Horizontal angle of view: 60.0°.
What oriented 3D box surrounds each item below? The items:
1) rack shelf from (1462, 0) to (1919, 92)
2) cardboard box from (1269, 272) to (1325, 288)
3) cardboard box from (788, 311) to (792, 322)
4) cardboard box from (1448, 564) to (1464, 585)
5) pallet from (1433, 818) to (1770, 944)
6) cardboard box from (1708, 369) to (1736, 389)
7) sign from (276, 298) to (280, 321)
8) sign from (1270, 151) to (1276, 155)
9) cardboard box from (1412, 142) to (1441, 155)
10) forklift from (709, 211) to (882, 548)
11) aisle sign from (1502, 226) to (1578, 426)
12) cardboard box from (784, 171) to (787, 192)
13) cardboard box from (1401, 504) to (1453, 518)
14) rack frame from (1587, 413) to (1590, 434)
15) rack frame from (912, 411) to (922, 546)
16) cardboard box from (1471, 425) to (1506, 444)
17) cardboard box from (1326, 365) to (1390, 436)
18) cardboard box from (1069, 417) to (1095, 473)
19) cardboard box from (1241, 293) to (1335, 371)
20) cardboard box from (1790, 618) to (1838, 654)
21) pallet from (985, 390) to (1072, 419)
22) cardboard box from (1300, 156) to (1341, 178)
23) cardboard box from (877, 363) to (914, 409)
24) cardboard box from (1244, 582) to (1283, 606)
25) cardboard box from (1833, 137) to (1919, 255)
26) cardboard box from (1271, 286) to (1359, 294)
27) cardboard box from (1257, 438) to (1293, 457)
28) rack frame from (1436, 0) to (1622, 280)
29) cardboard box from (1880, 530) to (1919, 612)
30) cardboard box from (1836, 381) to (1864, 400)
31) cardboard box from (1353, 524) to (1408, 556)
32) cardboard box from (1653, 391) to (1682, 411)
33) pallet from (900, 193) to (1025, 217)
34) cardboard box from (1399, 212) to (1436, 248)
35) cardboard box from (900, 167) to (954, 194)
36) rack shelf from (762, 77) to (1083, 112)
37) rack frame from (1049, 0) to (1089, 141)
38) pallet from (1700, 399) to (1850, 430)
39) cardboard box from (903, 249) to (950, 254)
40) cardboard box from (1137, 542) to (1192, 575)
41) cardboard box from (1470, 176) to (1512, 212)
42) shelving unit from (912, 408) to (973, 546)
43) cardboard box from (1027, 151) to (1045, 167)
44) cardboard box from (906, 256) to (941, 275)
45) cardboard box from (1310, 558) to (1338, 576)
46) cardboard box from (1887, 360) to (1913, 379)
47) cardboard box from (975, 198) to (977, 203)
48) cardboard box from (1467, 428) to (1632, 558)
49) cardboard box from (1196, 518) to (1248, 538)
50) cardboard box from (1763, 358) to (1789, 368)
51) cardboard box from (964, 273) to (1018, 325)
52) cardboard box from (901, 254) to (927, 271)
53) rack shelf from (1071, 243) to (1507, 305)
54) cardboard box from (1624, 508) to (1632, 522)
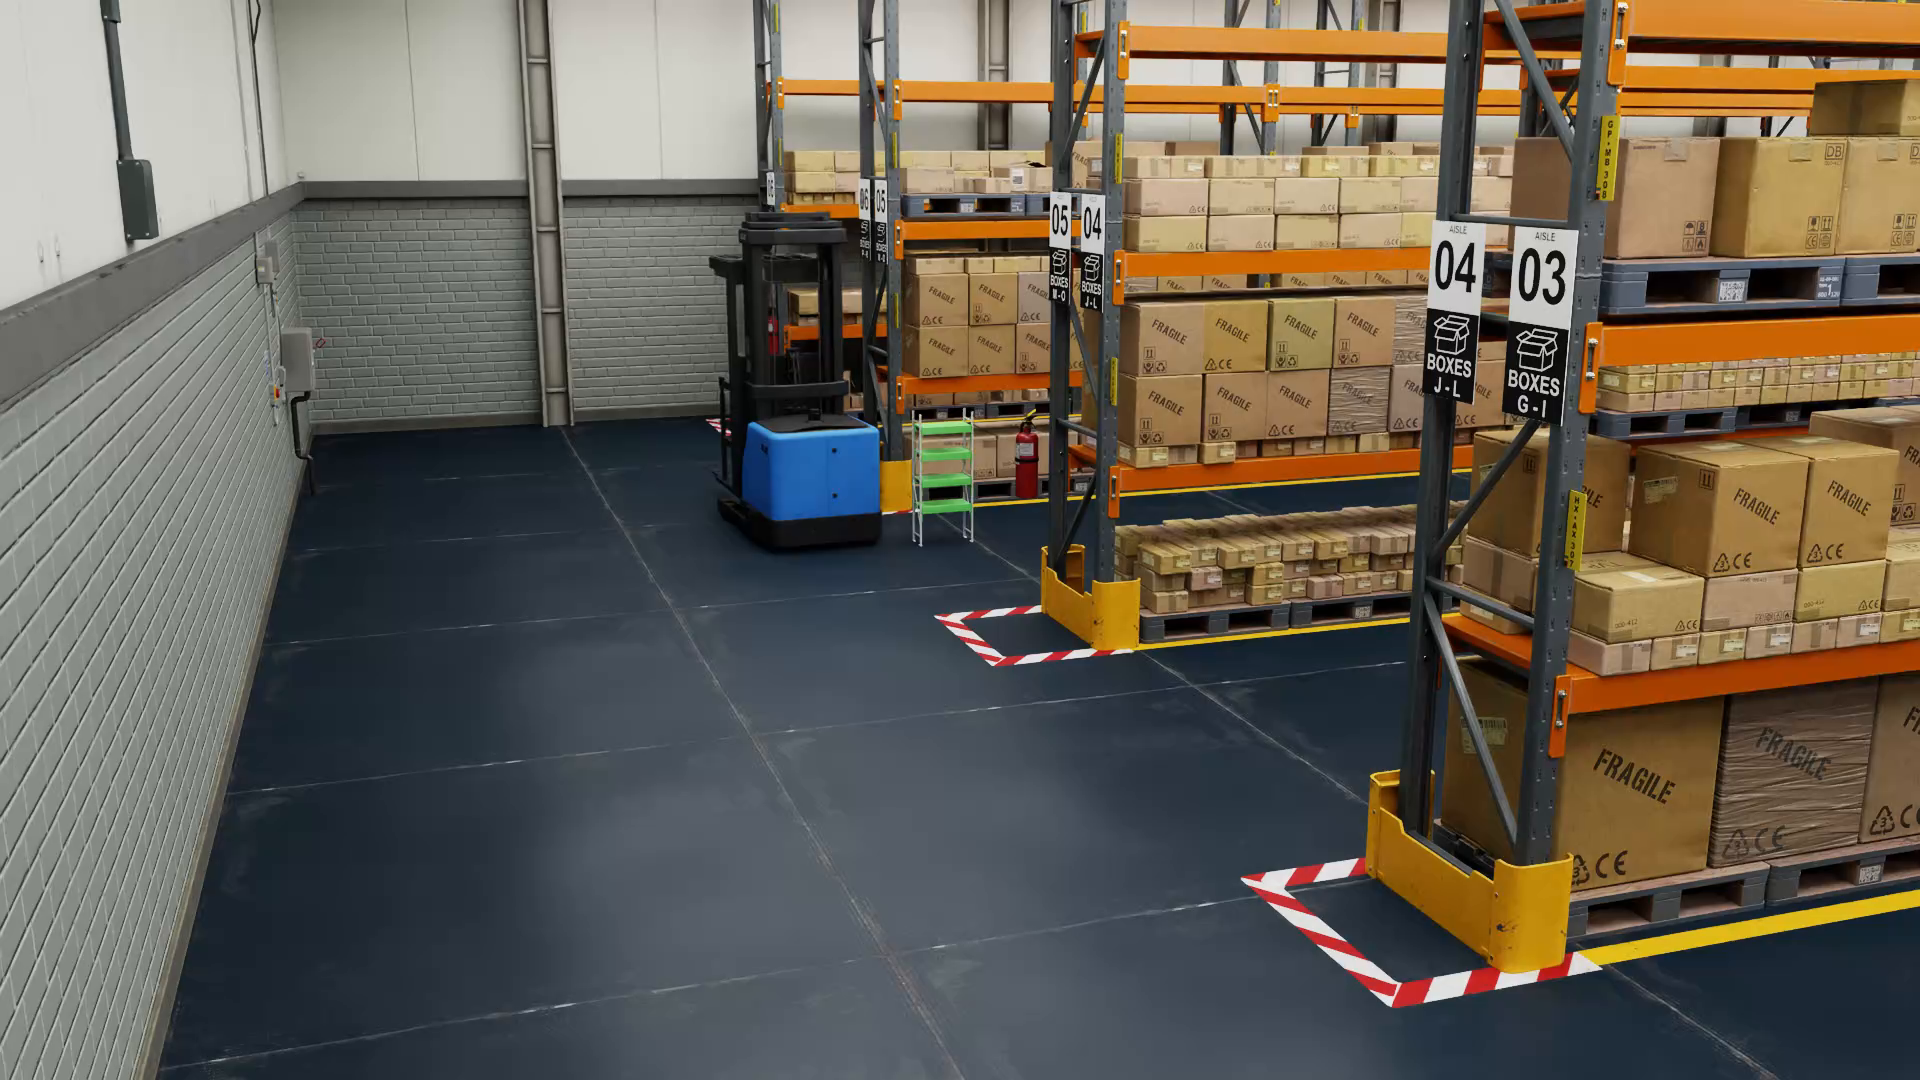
[{"bbox_3d":[4.271,-2.222,7.563,4.000,0.370,1.077,-4,14,-18],"label":"rack shelf"},{"bbox_3d":[3.515,-2.673,17.630,0.500,0.500,0.500,-4,14,-17],"label":"cardboard box"},{"bbox_3d":[-2.143,-2.923,21.600,0.250,0.149,0.380,-5,14,-19],"label":"cardboard box"},{"bbox_3d":[3.915,0.230,13.054,0.250,0.149,0.380,-5,14,-20],"label":"cardboard box"},{"bbox_3d":[3.109,1.580,8.150,1.213,0.211,1.003,-4,14,-18],"label":"pallet"},{"bbox_3d":[5.936,-1.304,13.241,0.250,0.149,0.380,-5,14,-20],"label":"cardboard box"},{"bbox_3d":[-6.832,-2.298,16.645,0.001,0.242,0.339,-4,14,-18],"label":"sign"},{"bbox_3d":[3.185,-3.797,16.959,0.005,0.325,0.100,-4,14,-18],"label":"sign"},{"bbox_3d":[6.421,-5.373,23.533,0.500,0.500,0.700,-5,14,-19],"label":"cardboard box"},{"bbox_3d":[-1.727,-1.653,15.866,1.130,2.935,3.031,-5,14,-21],"label":"forklift"},{"bbox_3d":[2.403,-0.894,6.908,0.004,0.787,0.394,-4,14,-18],"label":"aisle sign"},{"bbox_3d":[-2.037,-4.586,21.245,0.500,0.250,0.500,-5,14,-19],"label":"cardboard box"},{"bbox_3d":[3.784,-0.181,13.495,0.250,0.149,0.380,-5,14,-19],"label":"cardboard box"},{"bbox_3d":[4.681,-1.091,13.353,0.127,3.000,1.000,-4,14,-18],"label":"rack frame"},{"bbox_3d":[-0.388,-0.553,14.984,0.015,1.200,0.240,-4,14,-18],"label":"rack frame"},{"bbox_3d":[4.003,-0.847,12.870,0.250,0.149,0.380,-4,14,-16],"label":"cardboard box"},{"bbox_3d":[2.852,-1.079,12.444,0.500,0.500,0.500,-5,14,-20],"label":"cardboard box"},{"bbox_3d":[1.528,-1.038,17.760,0.875,0.438,0.875,-5,14,-20],"label":"cardboard box"},{"bbox_3d":[2.376,-1.522,12.148,0.500,0.500,0.500,-5,14,-19],"label":"cardboard box"},{"bbox_3d":[3.791,0.392,7.663,0.250,0.149,0.380,-5,14,-19],"label":"cardboard box"},{"bbox_3d":[0.768,-1.850,22.572,1.213,0.211,1.003,-4,14,-18],"label":"pallet"},{"bbox_3d":[2.518,-2.670,11.895,0.250,0.149,0.380,-4,14,-16],"label":"cardboard box"},{"bbox_3d":[-0.939,-2.029,21.793,0.500,0.500,0.700,-4,14,-16],"label":"cardboard box"},{"bbox_3d":[2.221,0.367,12.479,0.250,0.149,0.380,-4,14,-17],"label":"cardboard box"},{"bbox_3d":[3.898,-1.575,7.568,0.500,0.500,0.700,-5,14,-22],"label":"cardboard box"},{"bbox_3d":[2.714,-1.681,12.816,0.500,0.500,0.500,-5,14,-20],"label":"cardboard box"},{"bbox_3d":[2.268,-0.725,12.359,0.250,0.149,0.380,-5,14,-19],"label":"cardboard box"},{"bbox_3d":[2.376,-2.619,6.813,0.127,3.000,1.000,-4,14,-18],"label":"rack frame"},{"bbox_3d":[4.377,0.136,7.877,0.500,0.250,0.500,-5,14,-19],"label":"cardboard box"},{"bbox_3d":[7.179,-1.256,13.683,0.250,0.149,0.380,-5,14,-21],"label":"cardboard box"},{"bbox_3d":[3.214,-0.002,12.743,0.250,0.149,0.380,-5,14,-20],"label":"cardboard box"},{"bbox_3d":[5.462,-1.123,13.123,0.250,0.149,0.380,-4,14,-17],"label":"cardboard box"},{"bbox_3d":[-0.085,-3.347,16.548,1.213,0.211,1.003,-4,14,-18],"label":"pallet"},{"bbox_3d":[3.343,-2.310,12.320,0.500,0.250,0.500,-5,14,-19],"label":"cardboard box"},{"bbox_3d":[-0.387,-3.566,16.478,0.500,0.250,0.500,-6,15,-23],"label":"cardboard box"},{"bbox_3d":[-0.476,-5.677,21.231,4.000,0.370,1.077,-4,14,-18],"label":"rack shelf"},{"bbox_3d":[1.419,-6.176,21.767,0.127,3.000,1.000,-4,14,-18],"label":"rack frame"},{"bbox_3d":[6.609,-1.138,13.965,1.213,0.211,1.003,-4,14,-18],"label":"pallet"},{"bbox_3d":[-0.434,-3.484,21.475,0.500,0.500,0.500,-4,14,-17],"label":"cardboard box"},{"bbox_3d":[1.494,0.134,12.174,0.250,0.149,0.380,-5,14,-21],"label":"cardboard box"},{"bbox_3d":[3.827,-2.595,12.437,0.500,0.250,0.500,-5,14,-20],"label":"cardboard box"},{"bbox_3d":[-0.157,-0.571,15.060,0.503,1.200,0.258,-4,14,-18],"label":"shelving unit"},{"bbox_3d":[1.018,-4.941,21.661,0.500,0.250,0.500,-4,14,-18],"label":"cardboard box"},{"bbox_3d":[-0.360,-2.690,16.298,0.250,0.149,0.380,-4,14,-17],"label":"cardboard box"},{"bbox_3d":[2.692,0.150,12.747,0.250,0.149,0.380,-4,14,-15],"label":"cardboard box"},{"bbox_3d":[7.648,-1.436,13.799,0.250,0.149,0.380,-4,14,-17],"label":"cardboard box"},{"bbox_3d":[0.186,-4.437,21.483,0.250,0.149,0.380,-4,14,-16],"label":"cardboard box"},{"bbox_3d":[2.754,-0.230,7.797,0.500,0.500,0.500,-4,14,-17],"label":"cardboard box"},{"bbox_3d":[2.037,-0.055,12.967,0.250,0.149,0.380,-5,14,-20],"label":"cardboard box"},{"bbox_3d":[6.426,-1.486,13.365,0.250,0.149,0.380,-4,14,-16],"label":"cardboard box"},{"bbox_3d":[0.248,-2.421,16.571,0.500,0.500,0.500,-5,14,-20],"label":"cardboard box"},{"bbox_3d":[-0.509,-2.795,16.739,0.250,0.149,0.380,-4,14,-17],"label":"cardboard box"},{"bbox_3d":[2.785,-2.052,12.469,4.000,0.370,1.077,-4,14,-18],"label":"rack shelf"},{"bbox_3d":[5.466,-0.075,13.579,0.500,0.500,0.500,-4,14,-16],"label":"cardboard box"}]
